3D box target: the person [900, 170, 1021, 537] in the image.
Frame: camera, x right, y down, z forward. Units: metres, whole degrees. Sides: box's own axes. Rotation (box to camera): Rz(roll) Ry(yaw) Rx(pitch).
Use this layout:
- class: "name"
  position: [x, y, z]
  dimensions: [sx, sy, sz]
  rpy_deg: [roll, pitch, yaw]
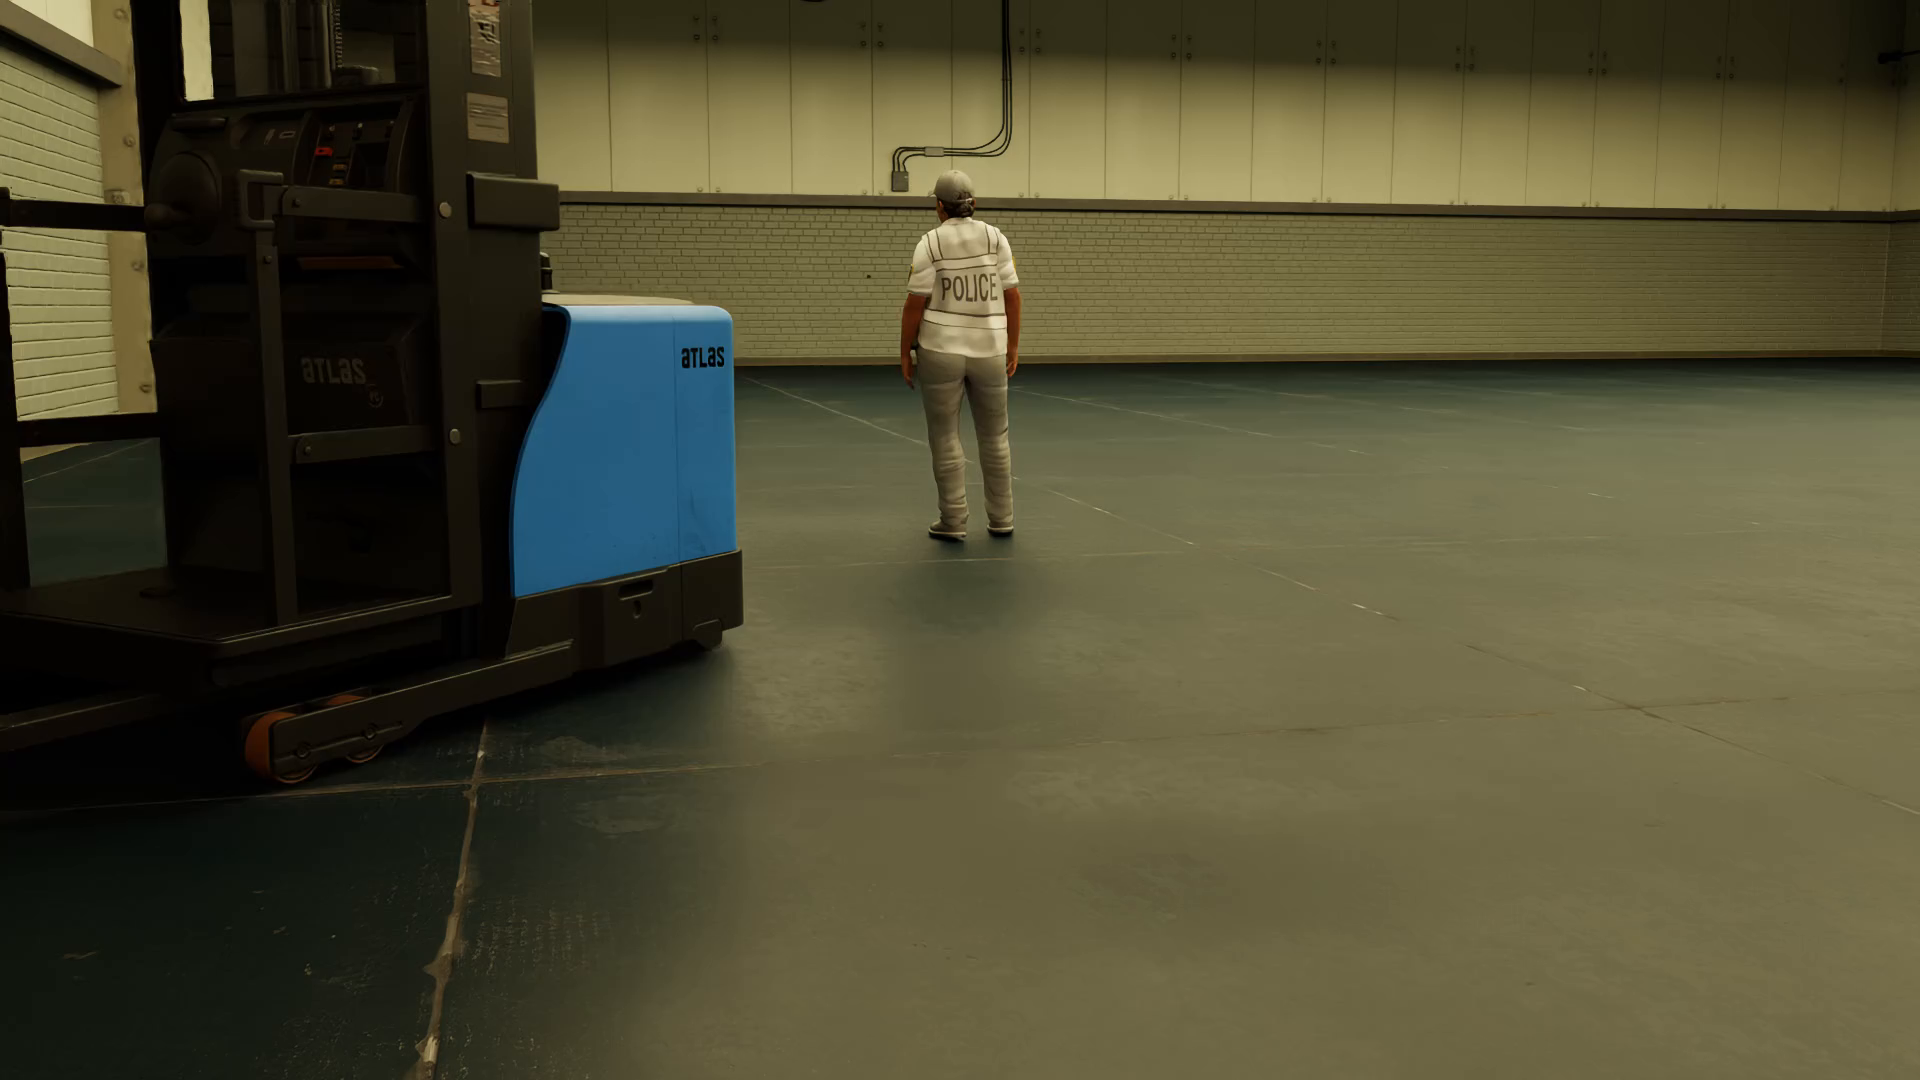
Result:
- class: "person"
  position: [0.005, -0.843, 7.670]
  dimensions: [0.598, 1.670, 0.529]
  rpy_deg: [-2, 8, -13]

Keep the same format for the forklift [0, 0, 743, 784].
- class: "forklift"
  position: [-1.836, -0.969, 4.062]
  dimensions: [1.130, 2.935, 3.031]
  rpy_deg: [4, 9, 28]
